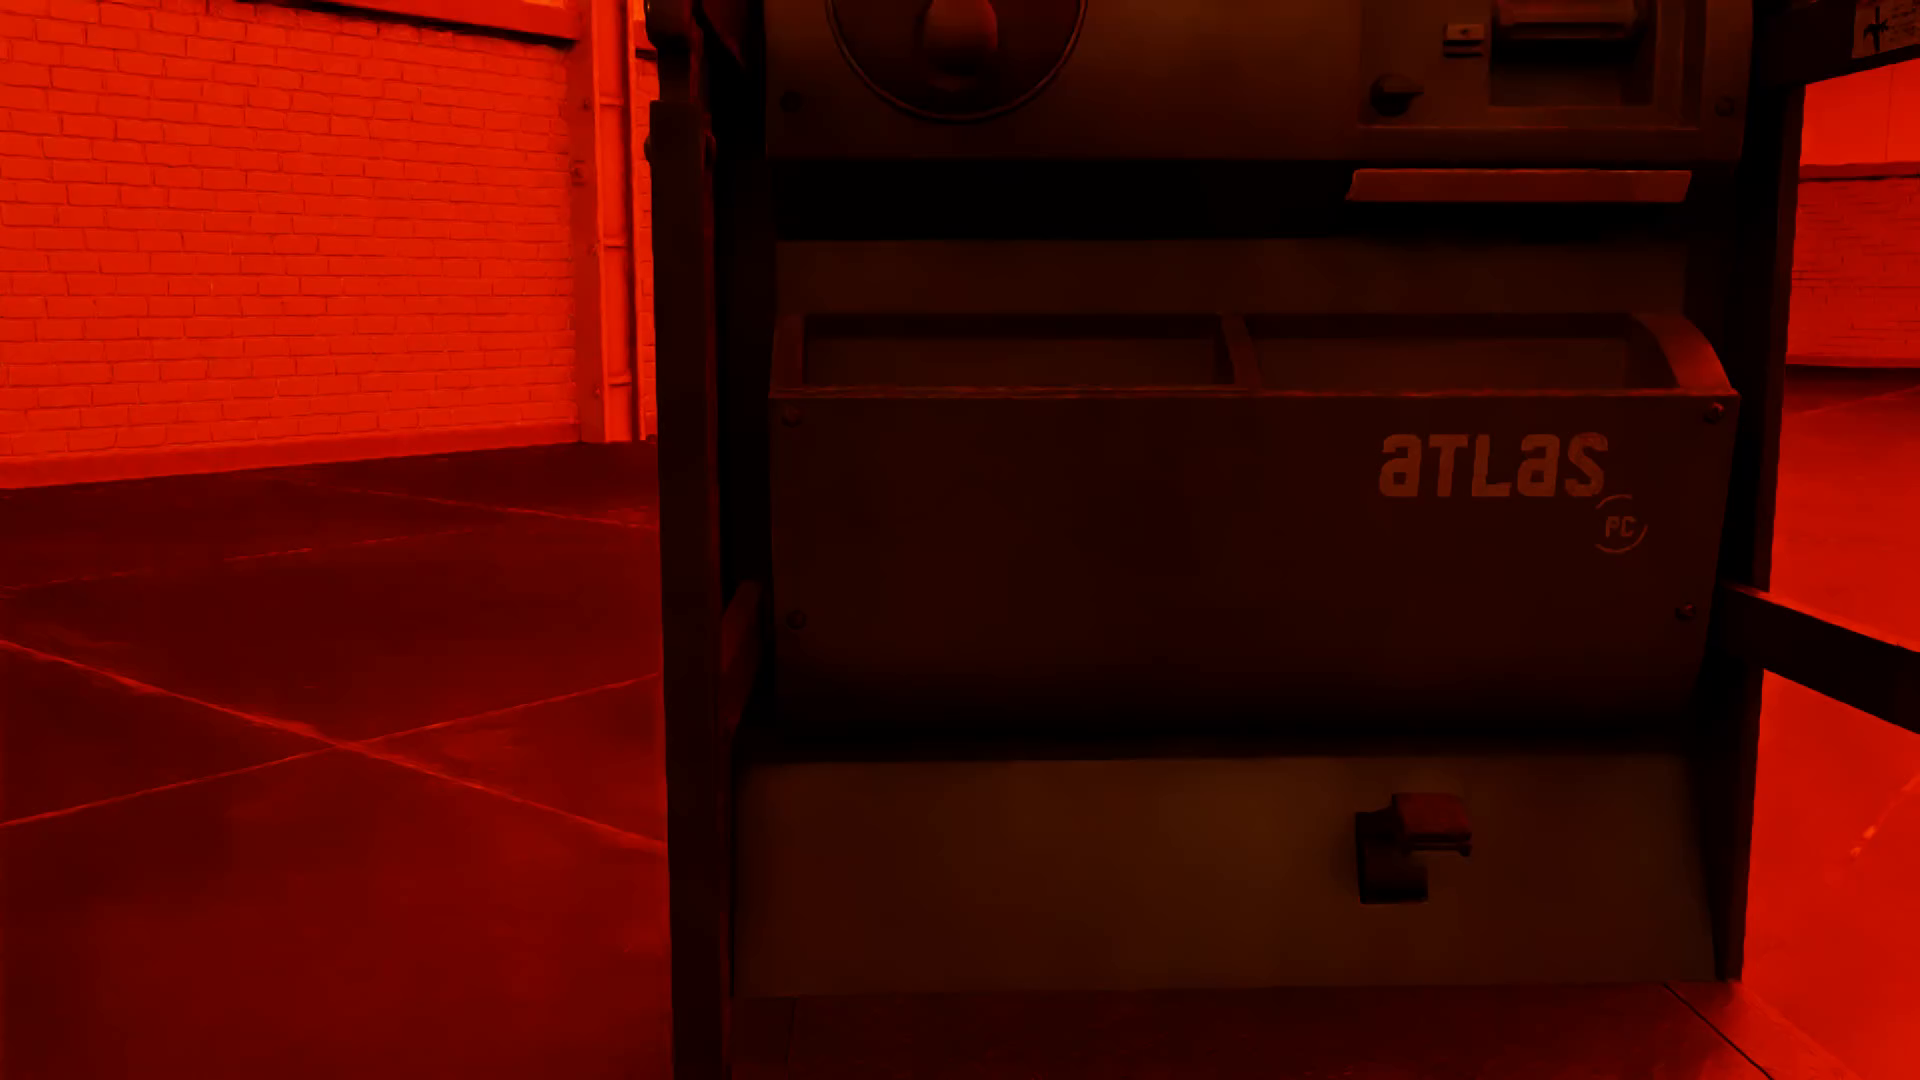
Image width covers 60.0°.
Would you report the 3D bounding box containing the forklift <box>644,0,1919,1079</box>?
[{"bbox_3d":[0.292,-0.598,1.371,1.130,2.935,3.031,0,8,-2],"label":"forklift"}]
